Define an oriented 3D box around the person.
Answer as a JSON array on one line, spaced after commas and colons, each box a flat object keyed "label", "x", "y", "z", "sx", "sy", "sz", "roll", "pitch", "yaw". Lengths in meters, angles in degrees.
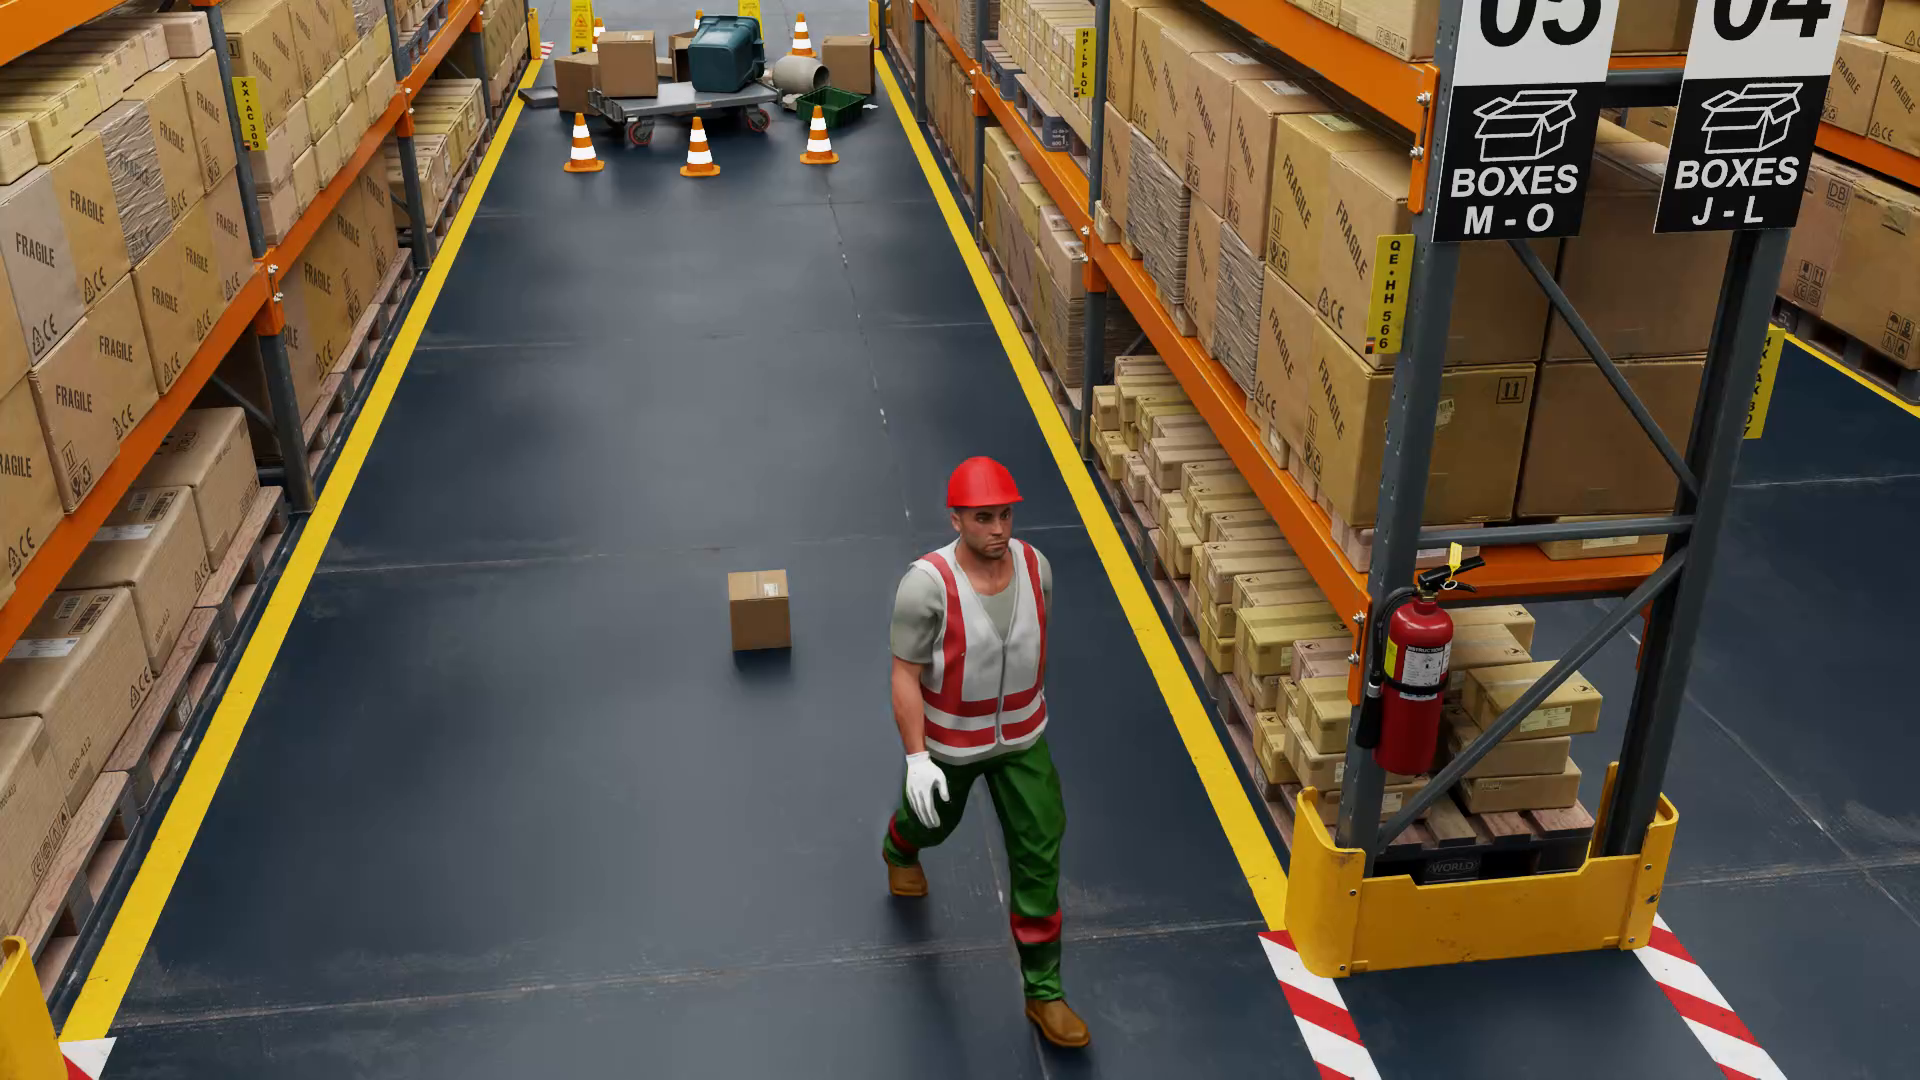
[{"label": "person", "x": 0.067, "y": 0.581, "z": 4.960, "sx": 0.594, "sy": 1.743, "sz": 1.085, "roll": -10, "pitch": 29, "yaw": -20}]
